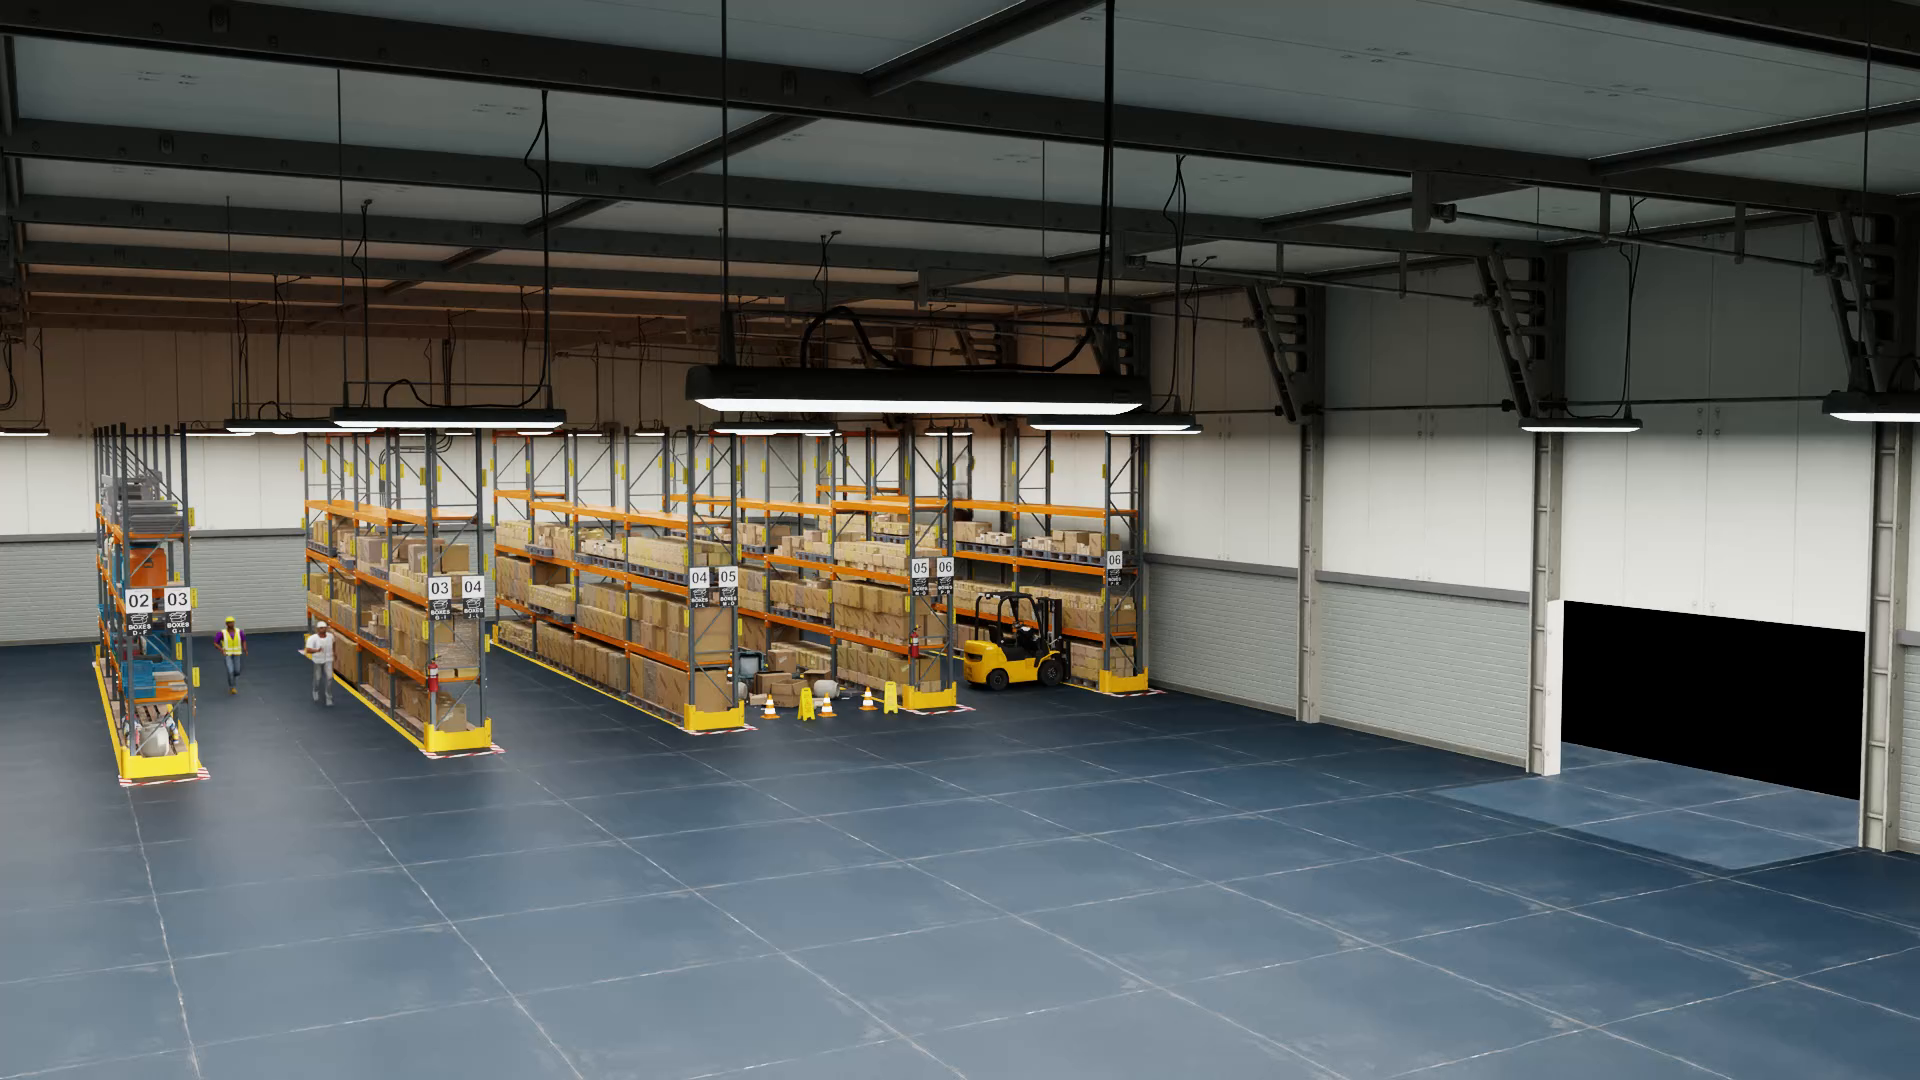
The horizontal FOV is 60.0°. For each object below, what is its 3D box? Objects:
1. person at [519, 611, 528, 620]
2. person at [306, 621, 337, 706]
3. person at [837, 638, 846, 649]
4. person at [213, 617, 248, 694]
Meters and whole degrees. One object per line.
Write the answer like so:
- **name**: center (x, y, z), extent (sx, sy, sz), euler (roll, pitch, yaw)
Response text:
- **person**: center (-13.011, 1.895, 49.431), extent (0.569, 1.696, 0.851), euler (1, 4, 21)
- **person**: center (-13.780, 2.646, 35.911), extent (0.681, 1.803, 0.897), euler (-2, 4, -35)
- **person**: center (-3.124, 2.213, 43.323), extent (0.718, 1.791, 1.047), euler (-2, 4, -27)
- **person**: center (-16.502, 2.592, 37.619), extent (0.702, 1.726, 0.598), euler (-3, 4, -37)
